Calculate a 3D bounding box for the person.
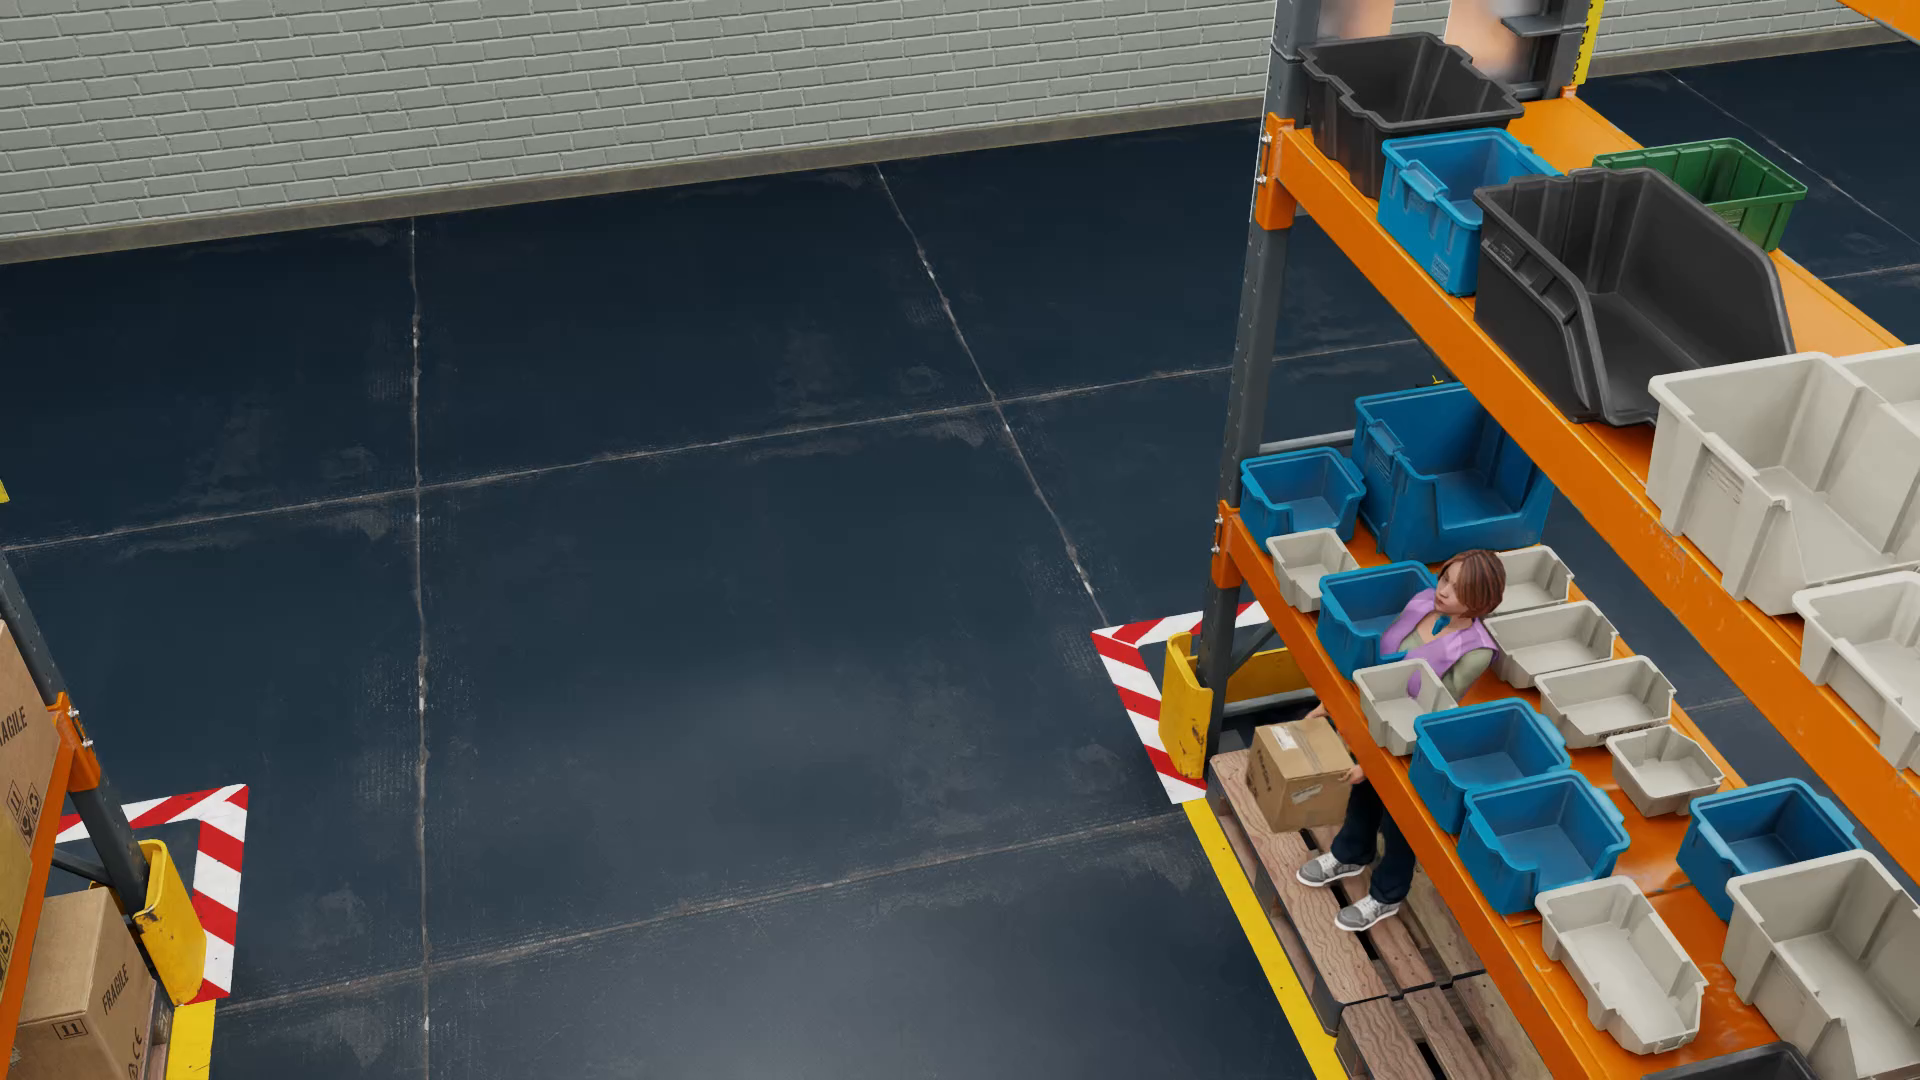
[{"bbox_3d":[1.422,0.692,5.524,0.552,1.581,0.397,-13,41,-16],"label":"person"}]
